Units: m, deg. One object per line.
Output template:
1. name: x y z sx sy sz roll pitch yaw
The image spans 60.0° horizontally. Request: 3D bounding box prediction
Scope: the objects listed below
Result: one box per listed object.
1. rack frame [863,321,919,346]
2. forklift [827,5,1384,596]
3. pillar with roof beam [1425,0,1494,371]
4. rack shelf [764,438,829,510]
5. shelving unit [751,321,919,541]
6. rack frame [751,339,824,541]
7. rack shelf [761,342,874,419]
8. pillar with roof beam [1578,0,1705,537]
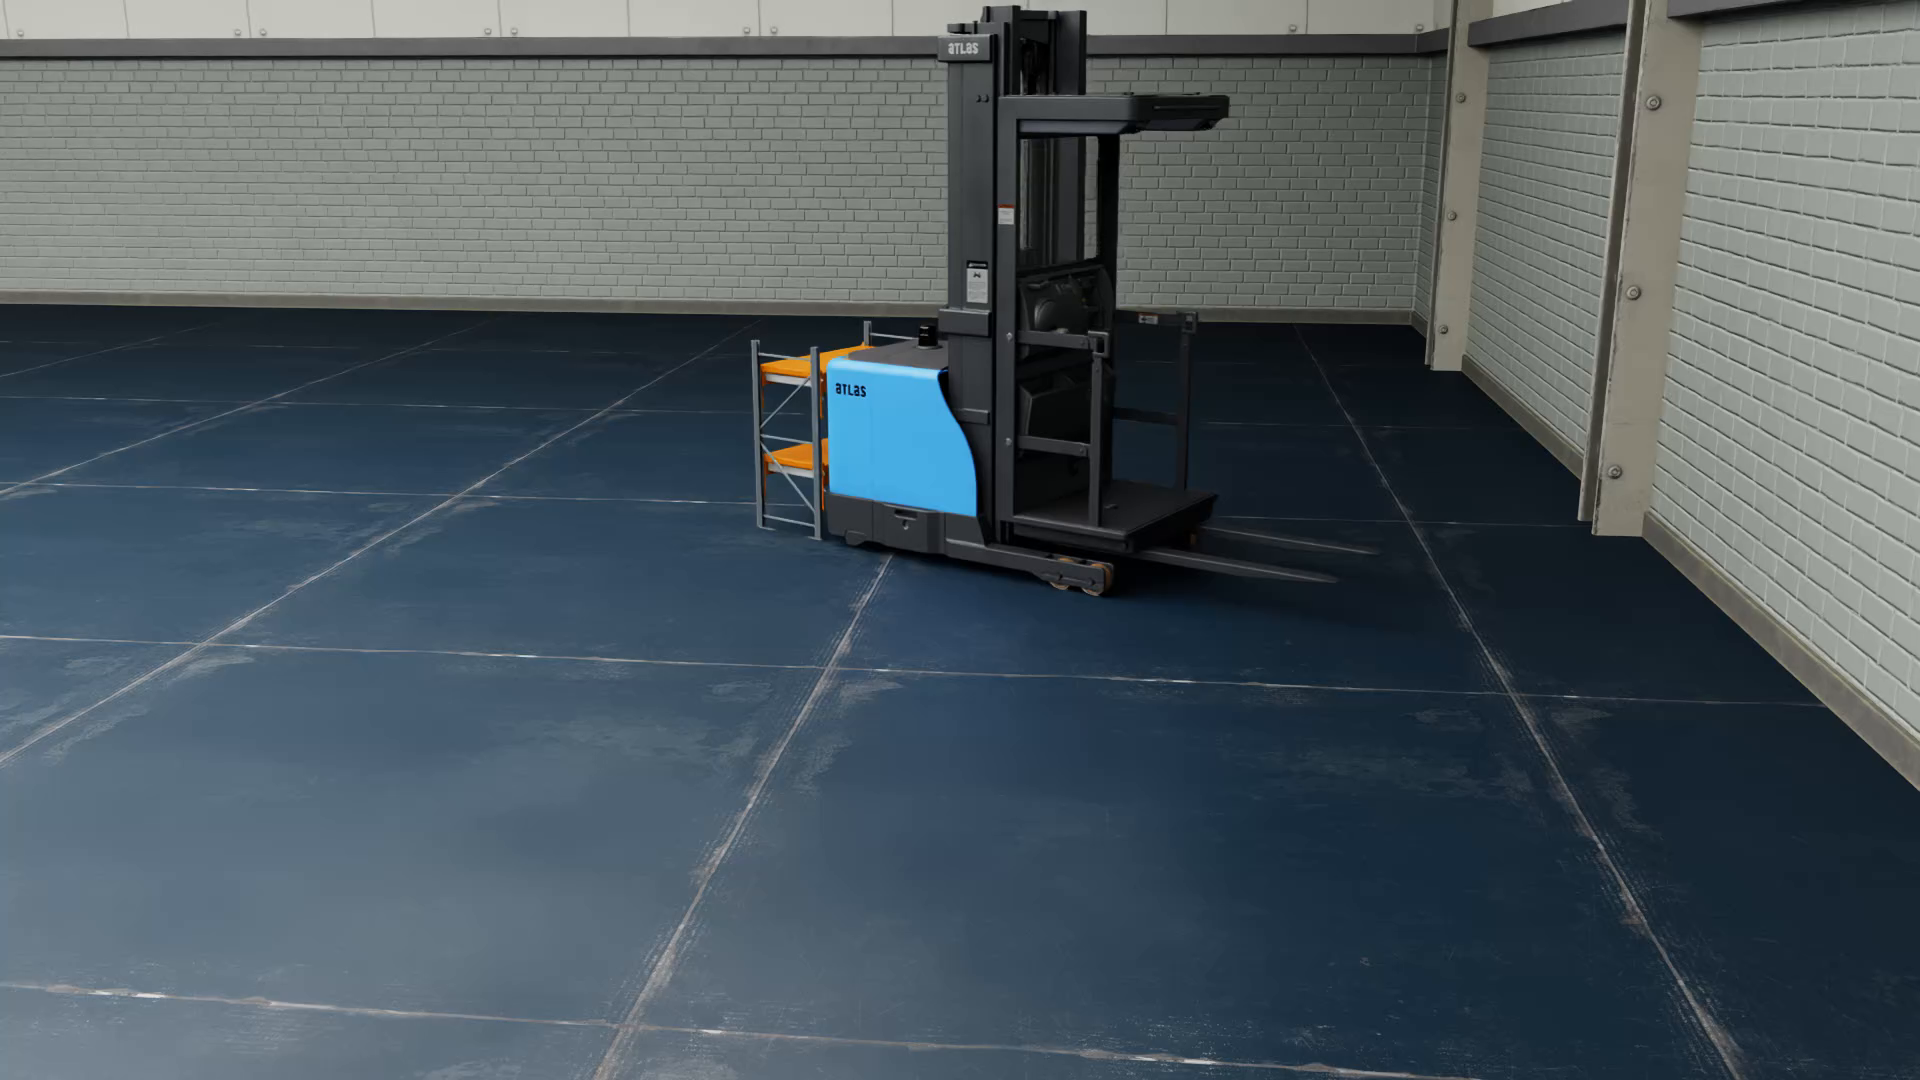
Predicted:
1. rack frame: -0.396 -0.794 10.443 0.500 1.125 0.032 11 19 35
2. forklift: 0.747 -1.285 8.799 3.031 2.935 1.130 10 18 32
3. pillar with roof beam: 0.298 -6.103 14.991 9.100 9.000 0.400 2 15 6
4. rack shelf: -0.699 -0.451 10.113 0.538 0.278 1.000 11 19 35
5. shelving unit: -0.699 -0.687 10.049 0.538 1.125 1.048 11 19 35
6. rack frame: -1.002 -0.581 9.655 0.500 1.125 0.032 11 19 35
7. rack shelf: -0.699 -0.970 9.972 0.538 0.278 1.000 11 19 35
8. pillar with roof beam: -0.379 -4.546 9.236 9.100 9.000 0.400 2 15 6
